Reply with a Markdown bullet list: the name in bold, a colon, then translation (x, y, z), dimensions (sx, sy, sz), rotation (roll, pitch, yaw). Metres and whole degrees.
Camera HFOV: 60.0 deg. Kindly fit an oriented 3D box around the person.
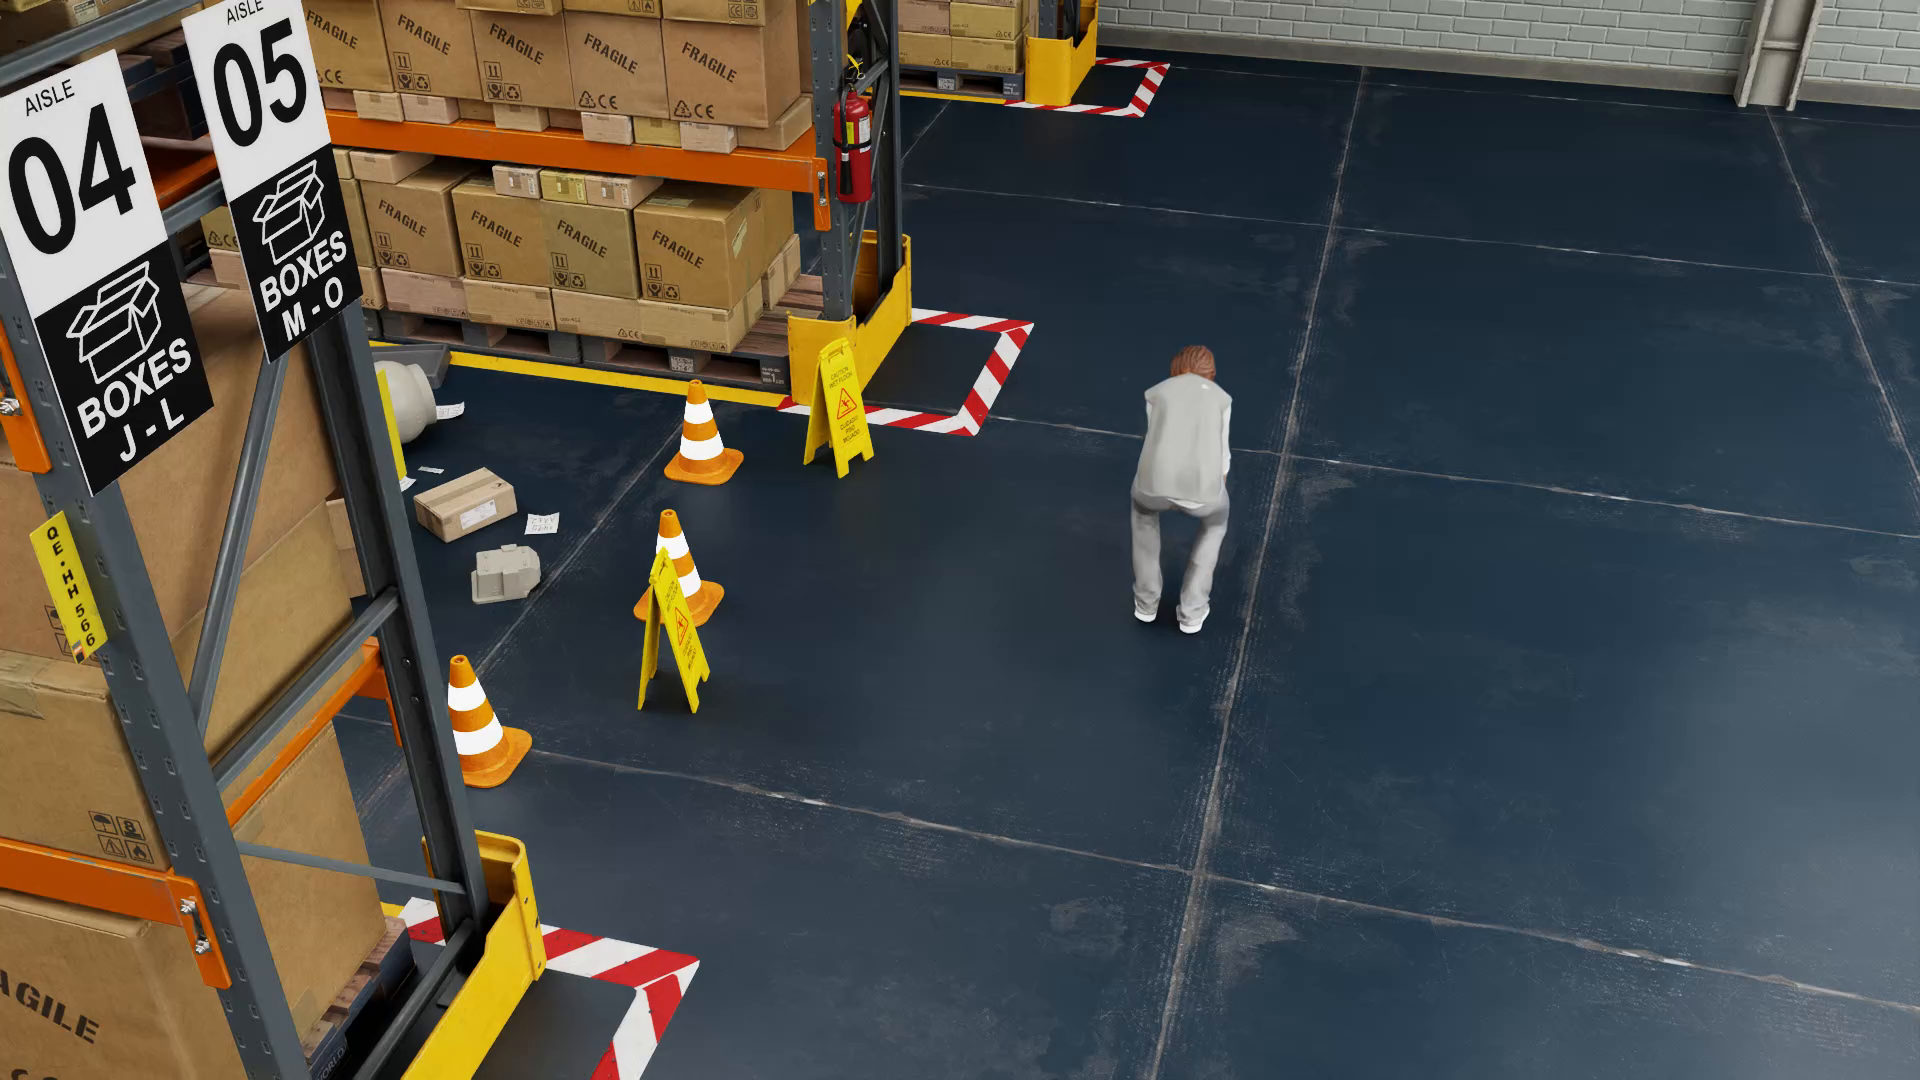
- **person**: translation (0.930, -0.197, 6.963), dimensions (0.407, 1.035, 0.855), rotation (7, 34, 10)
